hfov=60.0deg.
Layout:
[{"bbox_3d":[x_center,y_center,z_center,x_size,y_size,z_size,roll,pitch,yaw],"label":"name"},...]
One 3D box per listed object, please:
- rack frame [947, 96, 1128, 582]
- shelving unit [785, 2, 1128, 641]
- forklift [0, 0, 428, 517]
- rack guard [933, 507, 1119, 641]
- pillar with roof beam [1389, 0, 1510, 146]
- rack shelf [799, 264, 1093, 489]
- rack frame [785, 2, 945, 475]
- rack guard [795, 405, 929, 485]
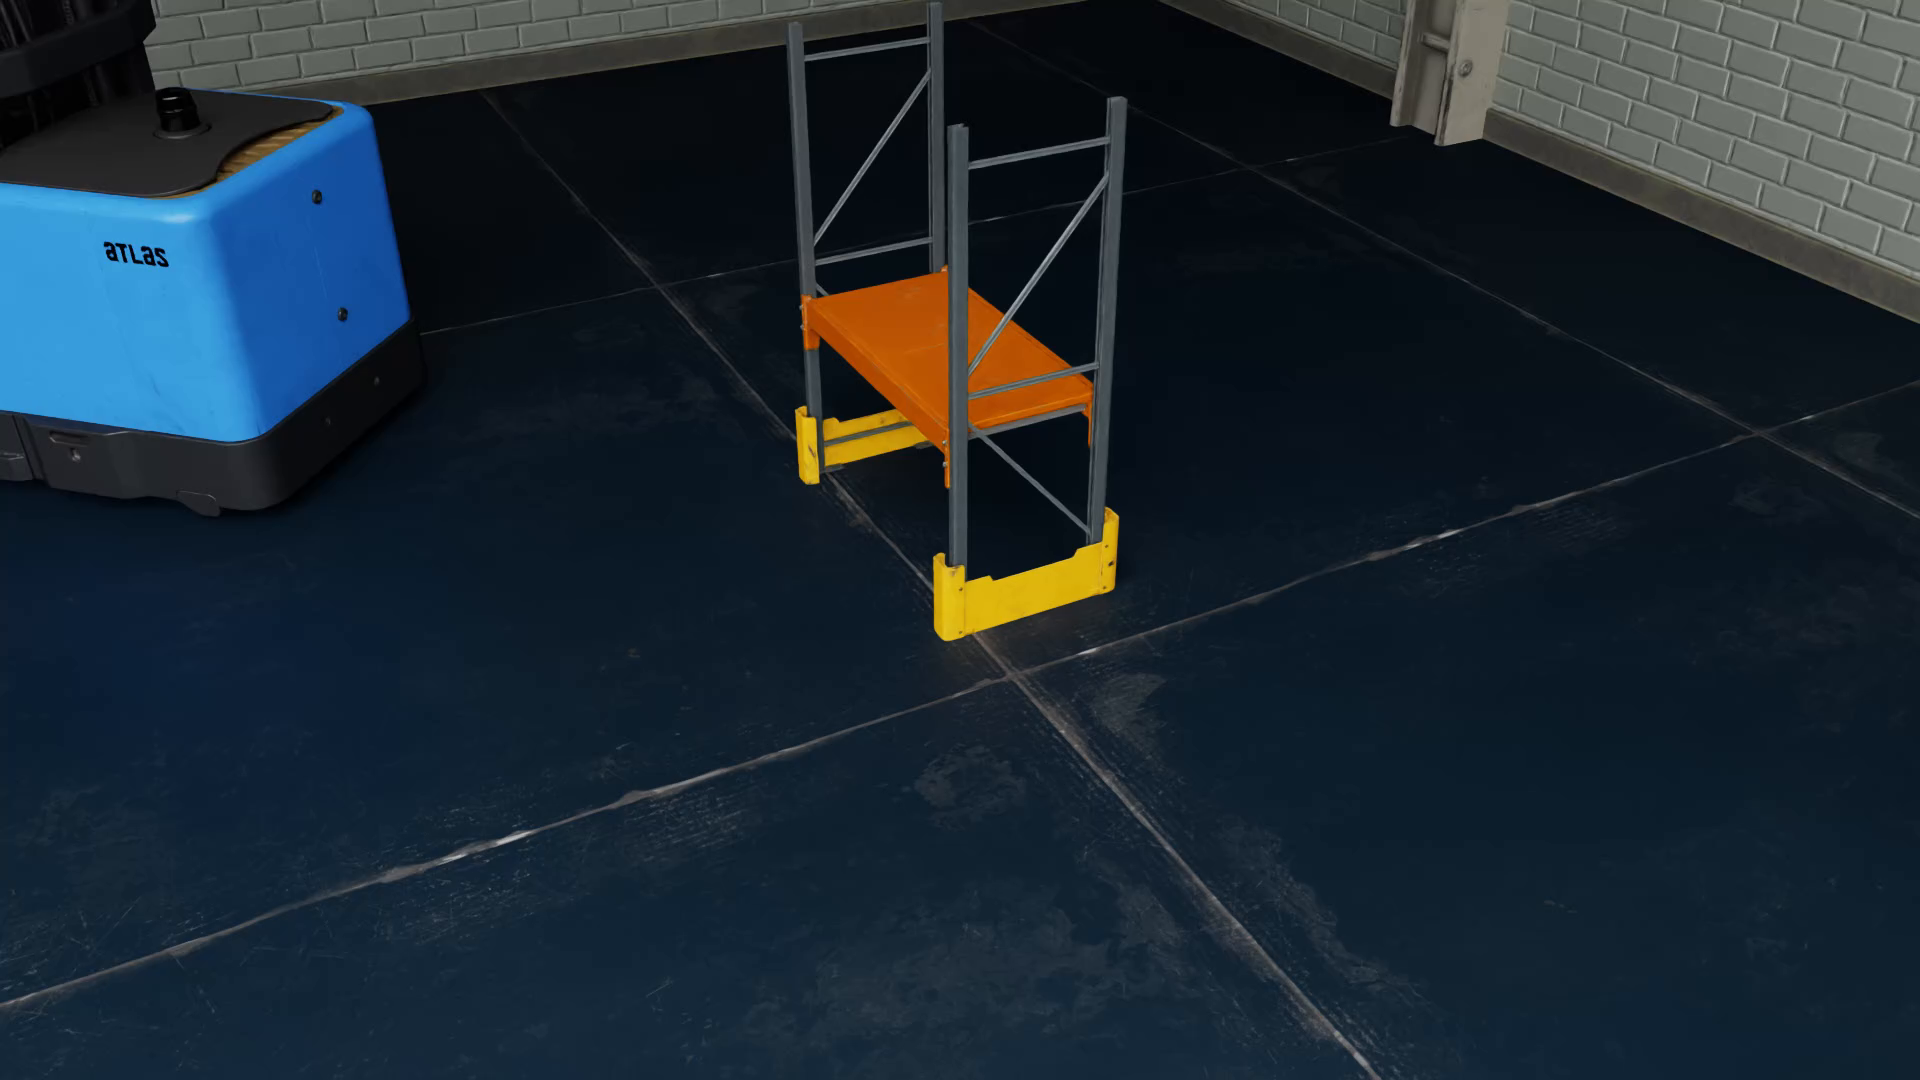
[{"bbox_3d":[0.197,-0.430,4.530,0.500,1.500,0.032,-16,36,-23],"label":"rack frame"},{"bbox_3d":[-0.036,-0.668,4.902,0.587,1.500,1.083,-16,36,-23],"label":"shelving unit"},{"bbox_3d":[-3.509,-1.737,5.244,3.031,2.935,1.130,8,34,12],"label":"forklift"},{"bbox_3d":[0.197,0.096,4.868,0.587,0.250,0.087,-16,36,-23],"label":"rack guard"},{"bbox_3d":[-1.360,-4.808,4.413,9.100,9.000,0.400,-16,36,-23],"label":"pillar with roof beam"},{"bbox_3d":[-0.040,-0.521,5.006,0.538,0.185,1.000,-16,36,-23],"label":"rack shelf"},{"bbox_3d":[-0.277,-0.915,5.288,0.500,1.500,0.032,-16,36,-23],"label":"rack frame"},{"bbox_3d":[-0.268,-0.379,5.610,0.587,0.250,0.087,-16,36,-23],"label":"rack guard"}]
